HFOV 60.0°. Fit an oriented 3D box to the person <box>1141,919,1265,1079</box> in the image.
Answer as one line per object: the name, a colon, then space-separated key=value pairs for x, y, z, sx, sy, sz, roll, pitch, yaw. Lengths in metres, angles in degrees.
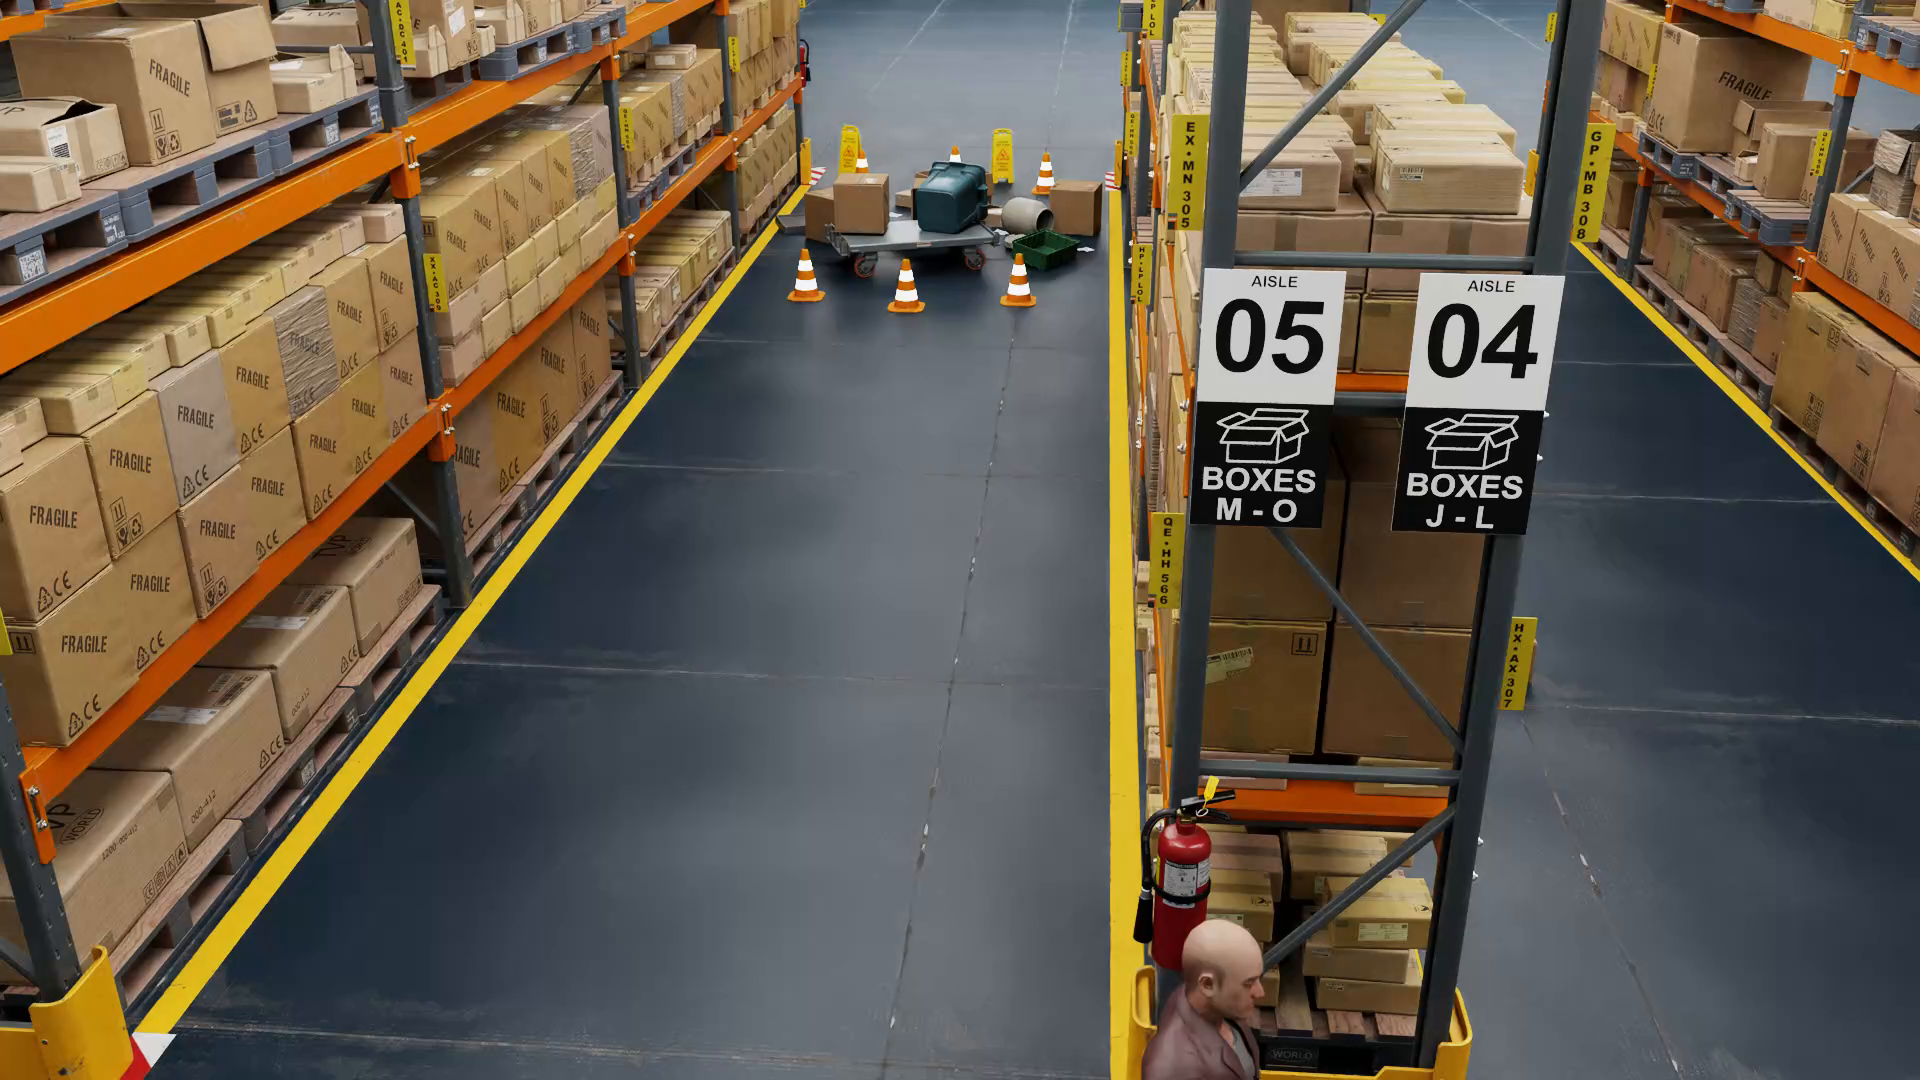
person: x=0.557 y=1.814 z=4.549 sx=0.678 sy=1.751 sz=0.620 roll=6 pitch=25 yaw=13
